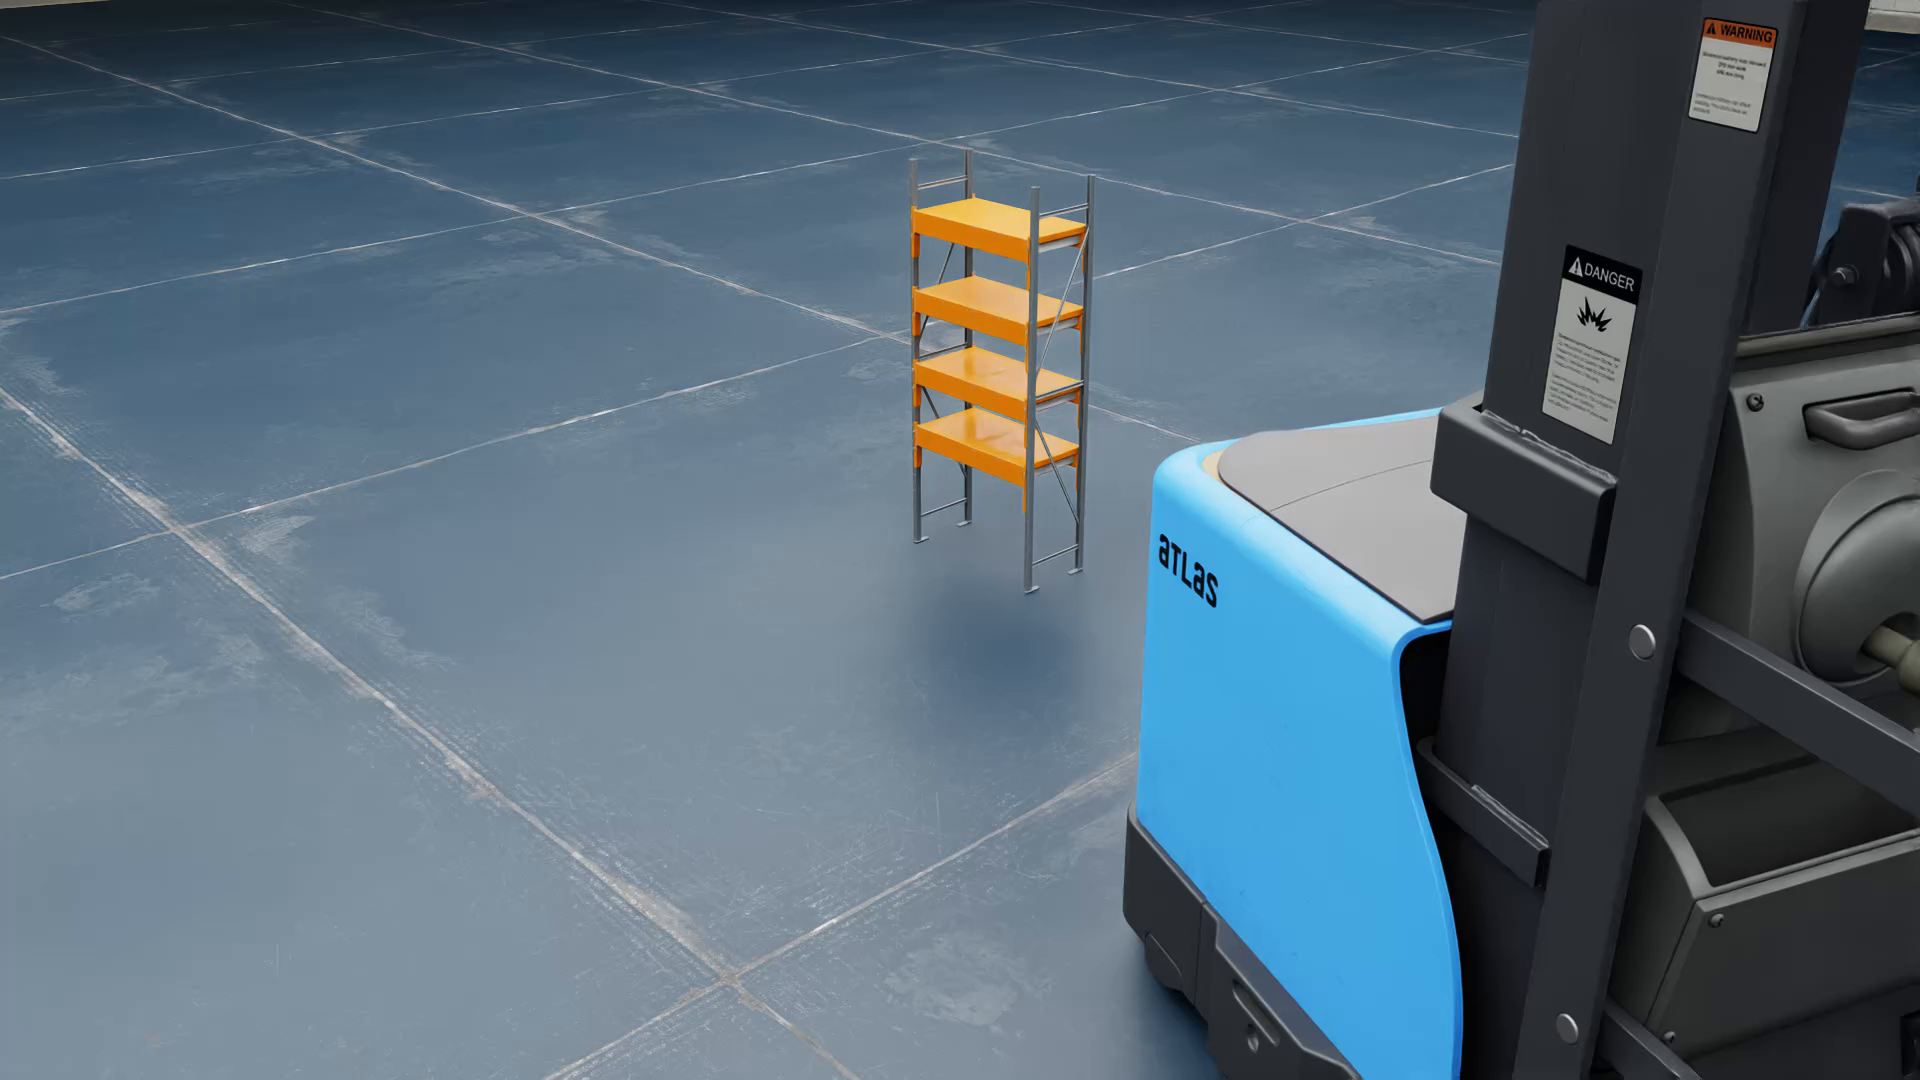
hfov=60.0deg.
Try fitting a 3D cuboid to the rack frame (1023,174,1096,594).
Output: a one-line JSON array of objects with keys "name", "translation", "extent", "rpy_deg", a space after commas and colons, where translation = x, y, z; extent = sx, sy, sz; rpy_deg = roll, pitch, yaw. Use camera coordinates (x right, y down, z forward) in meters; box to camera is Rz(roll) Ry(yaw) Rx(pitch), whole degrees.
[{"name": "rack frame", "translation": [0.280, -0.422, 4.729], "extent": [0.240, 1.200, 0.015], "rpy_deg": [-21, 32, -38]}]

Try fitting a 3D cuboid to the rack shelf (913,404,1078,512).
[{"name": "rack shelf", "translation": [0.113, -0.254, 5.001], "extent": [0.258, 0.148, 0.480], "rpy_deg": [-21, 32, -38]}]

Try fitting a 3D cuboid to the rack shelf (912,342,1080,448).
[{"name": "rack shelf", "translation": [0.113, -0.435, 4.919], "extent": [0.258, 0.148, 0.480], "rpy_deg": [-21, 32, -38]}]

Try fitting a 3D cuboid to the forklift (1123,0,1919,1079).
[{"name": "forklift", "translation": [1.353, -0.029, 1.782], "extent": [1.130, 2.935, 3.031], "rpy_deg": [-9, 26, -20]}]

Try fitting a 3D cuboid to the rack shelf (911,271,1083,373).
[{"name": "rack shelf", "translation": [0.113, -0.638, 4.826], "extent": [0.258, 0.148, 0.480], "rpy_deg": [-21, 32, -38]}]

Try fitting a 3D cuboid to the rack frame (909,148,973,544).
[{"name": "rack frame", "translation": [-0.054, -0.570, 5.053], "extent": [0.240, 1.200, 0.015], "rpy_deg": [-21, 32, -38]}]

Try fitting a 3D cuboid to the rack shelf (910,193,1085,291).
[{"name": "rack shelf", "translation": [0.113, -0.853, 4.728], "extent": [0.258, 0.148, 0.480], "rpy_deg": [-21, 32, -38]}]

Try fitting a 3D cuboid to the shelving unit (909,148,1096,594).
[{"name": "shelving unit", "translation": [0.113, -0.496, 4.891], "extent": [0.258, 1.200, 0.503], "rpy_deg": [-21, 32, -38]}]
